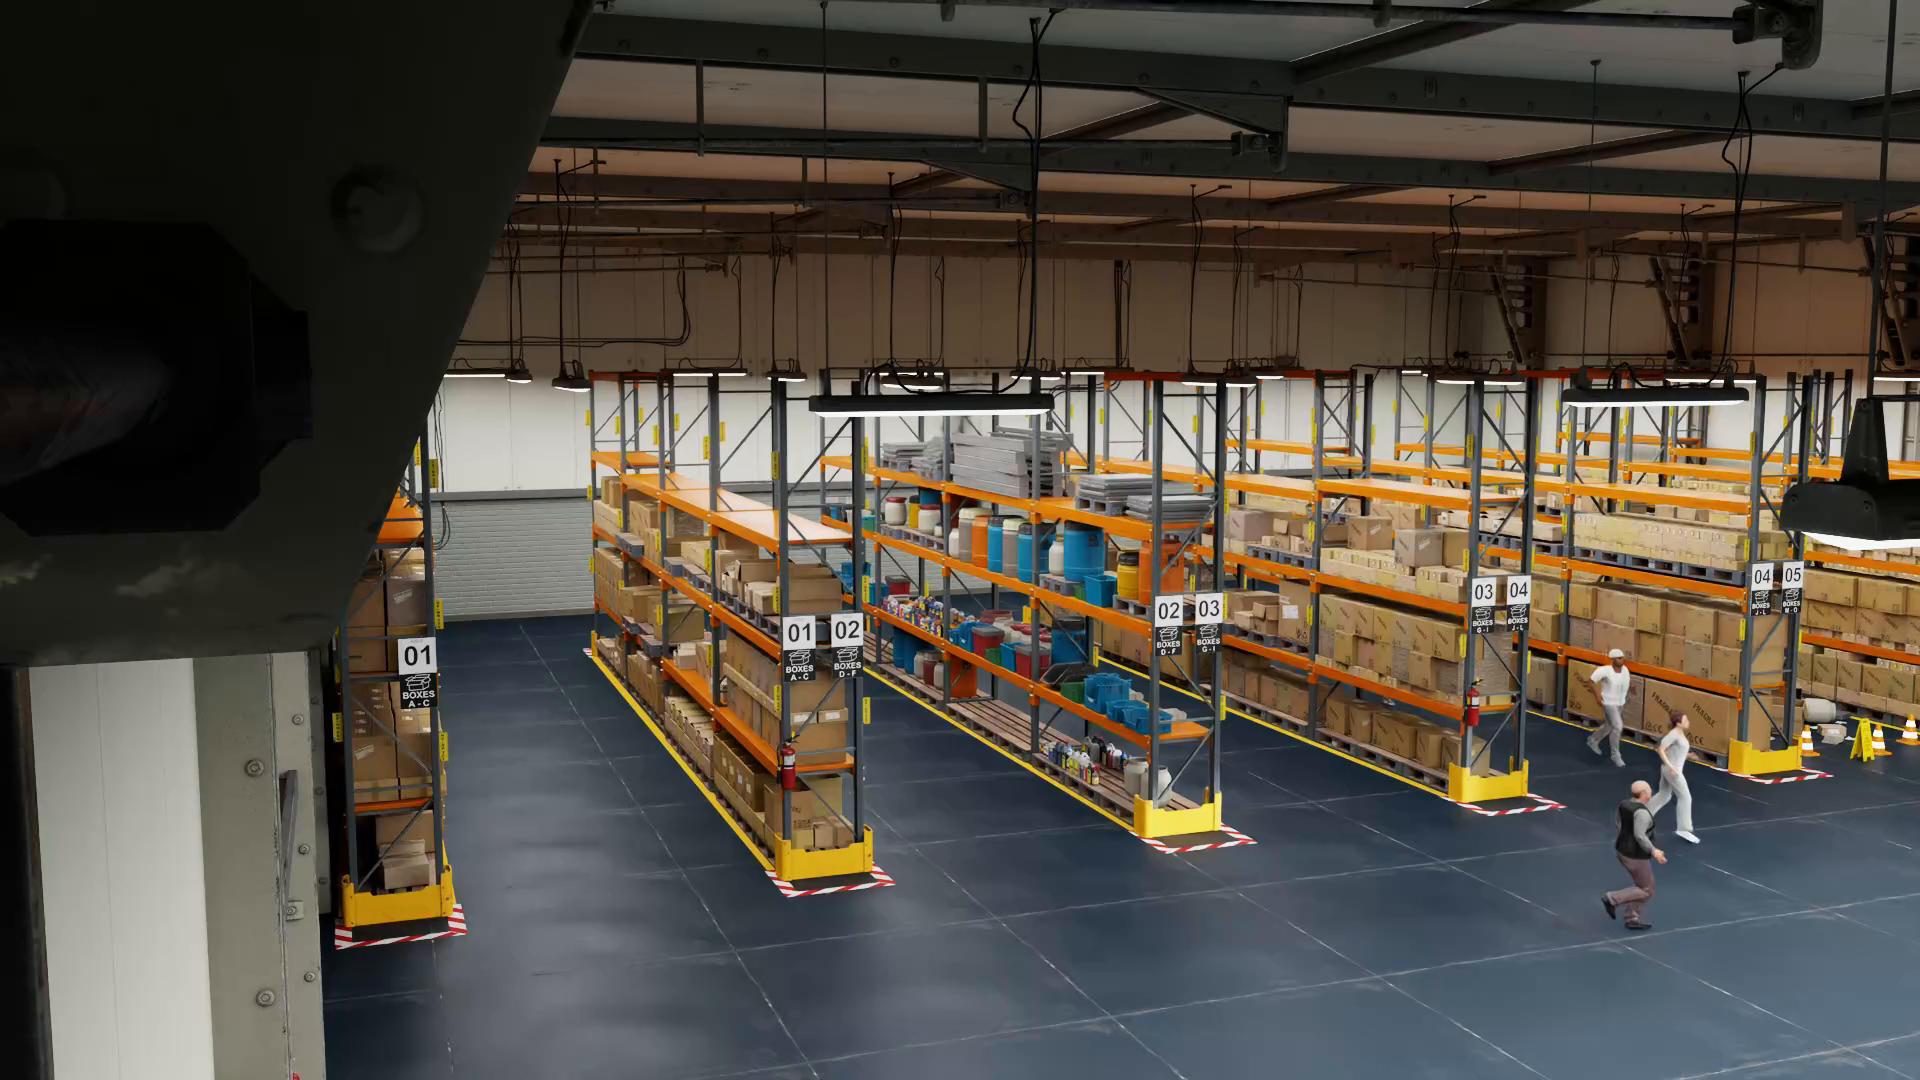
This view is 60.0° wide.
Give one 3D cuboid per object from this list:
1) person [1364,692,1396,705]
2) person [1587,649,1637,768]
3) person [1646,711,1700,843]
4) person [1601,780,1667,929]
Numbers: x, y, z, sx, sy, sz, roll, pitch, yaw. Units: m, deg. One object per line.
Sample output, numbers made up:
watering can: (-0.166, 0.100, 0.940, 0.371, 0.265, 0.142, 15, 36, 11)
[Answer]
person: (7.551, 2.154, 30.070, 0.545, 1.580, 0.851, -4, 8, -33)
person: (10.128, 2.562, 25.868, 0.691, 1.800, 0.854, -4, 7, -29)
person: (9.285, 3.065, 21.808, 0.840, 1.702, 0.565, 3, 7, 22)
person: (7.356, 3.468, 18.308, 0.637, 1.675, 0.647, 0, 6, 0)
